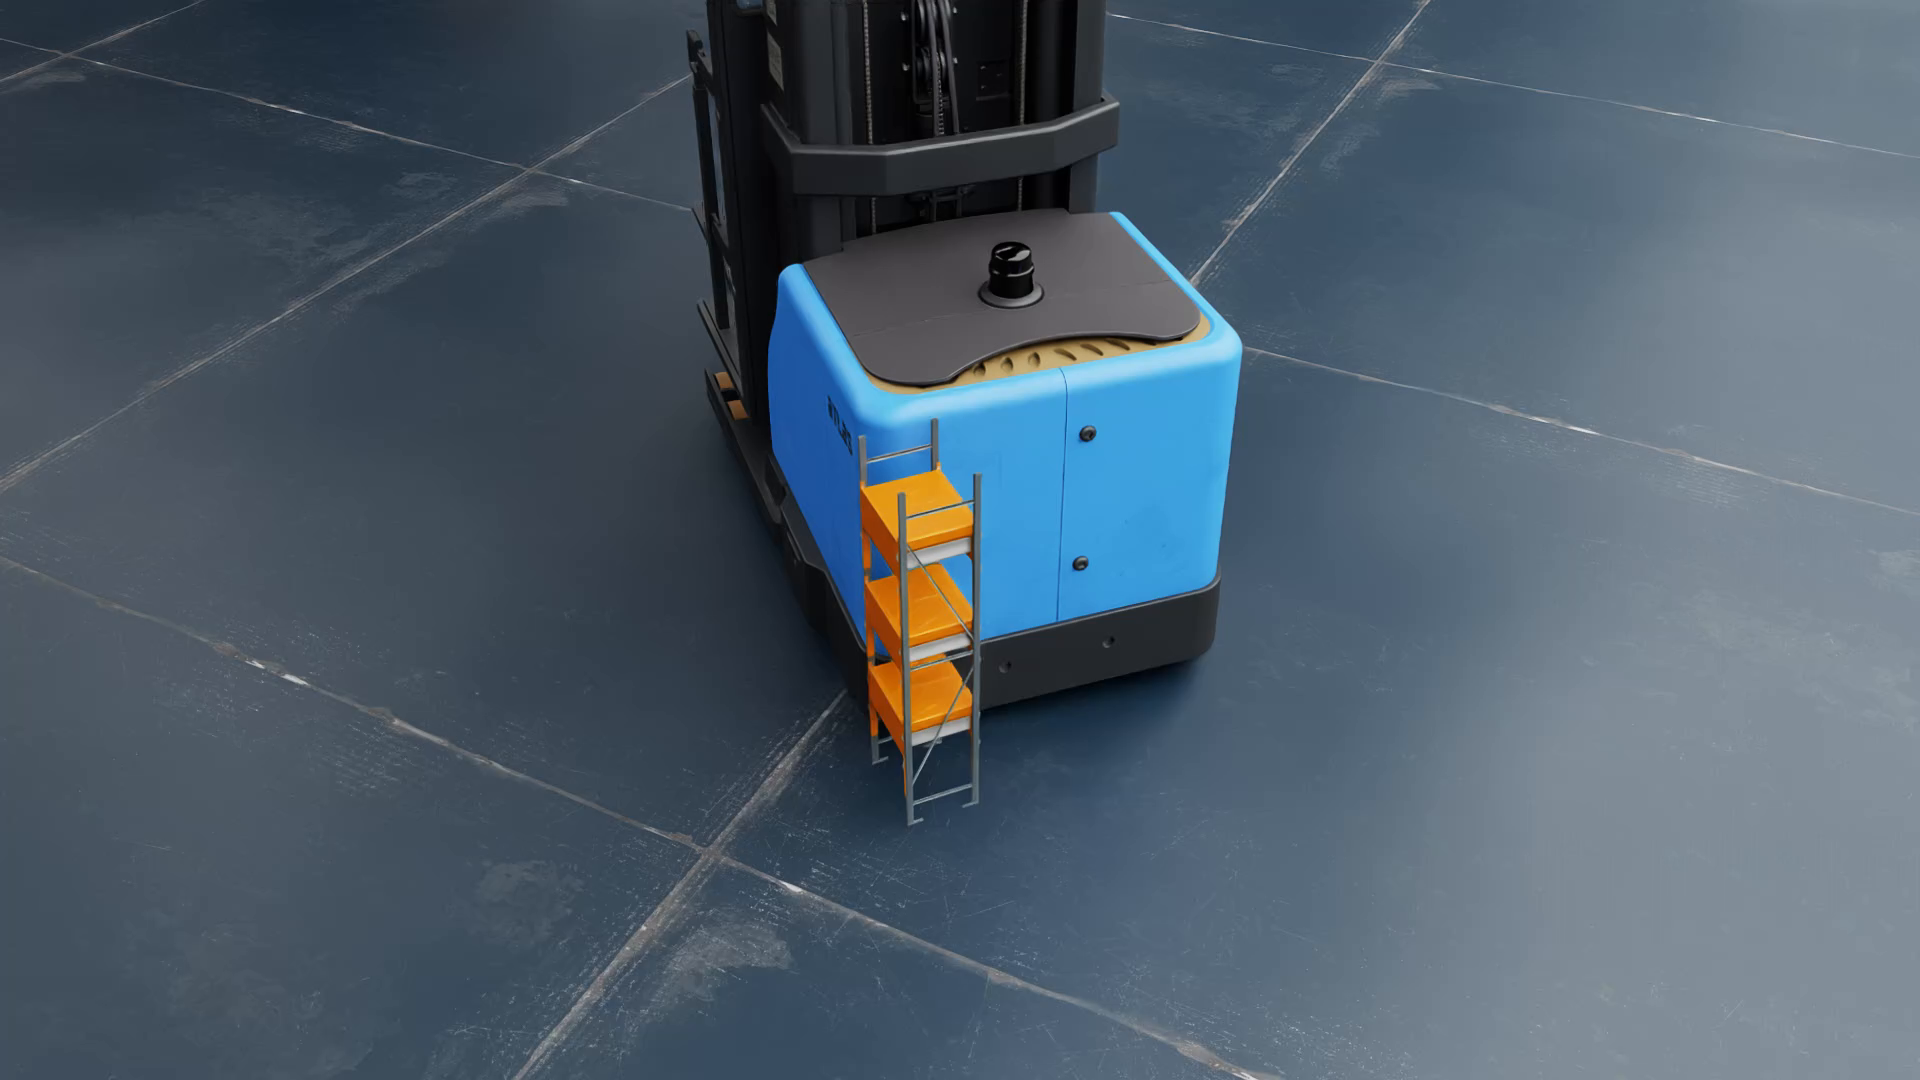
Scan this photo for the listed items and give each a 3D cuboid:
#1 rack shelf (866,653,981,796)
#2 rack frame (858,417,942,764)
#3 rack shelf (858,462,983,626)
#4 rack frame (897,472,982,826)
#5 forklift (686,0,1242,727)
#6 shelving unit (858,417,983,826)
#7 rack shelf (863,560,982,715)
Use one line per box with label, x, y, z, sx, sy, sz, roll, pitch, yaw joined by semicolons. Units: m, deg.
rack shelf;-0.094;0.455;4.260;0.215;0.259;0.240;-15;40;-19
rack frame;-0.143;0.157;4.174;0.200;1.050;0.008;-15;40;-19
rack shelf;-0.094;0.007;3.920;0.215;0.259;0.240;-15;40;-19
rack frame;-0.045;0.292;3.997;0.200;1.050;0.008;-15;40;-19
forklift;-0.244;-1.554;4.874;1.130;2.935;3.031;-12;39;-15
shelving unit;-0.094;0.225;4.085;0.215;1.050;0.252;-15;40;-19
rack shelf;-0.094;0.233;4.092;0.215;0.259;0.240;-15;40;-19
